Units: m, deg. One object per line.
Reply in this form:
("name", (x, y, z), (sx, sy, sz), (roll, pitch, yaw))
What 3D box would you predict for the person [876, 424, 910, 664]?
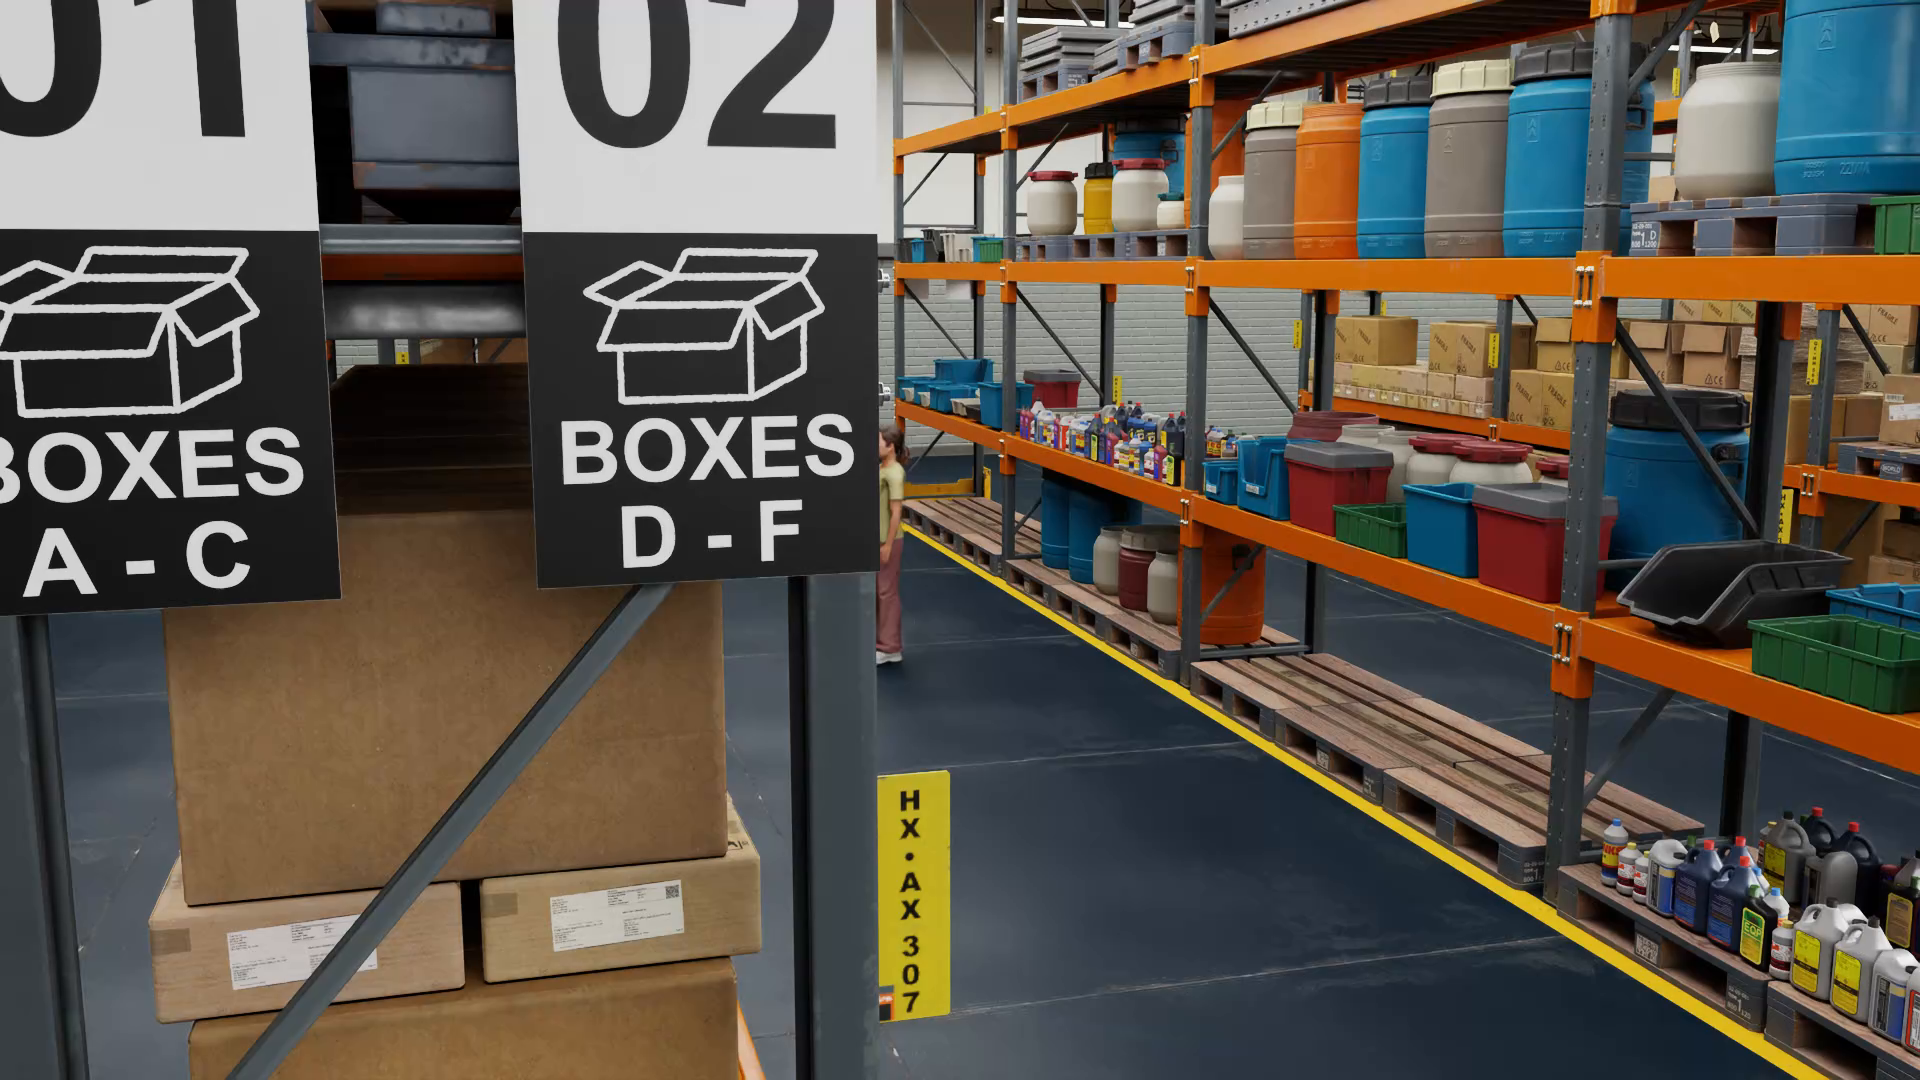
("person", (-0.529, 0.034, 11.665), (0.392, 1.691, 0.454), (-2, 10, -15))
